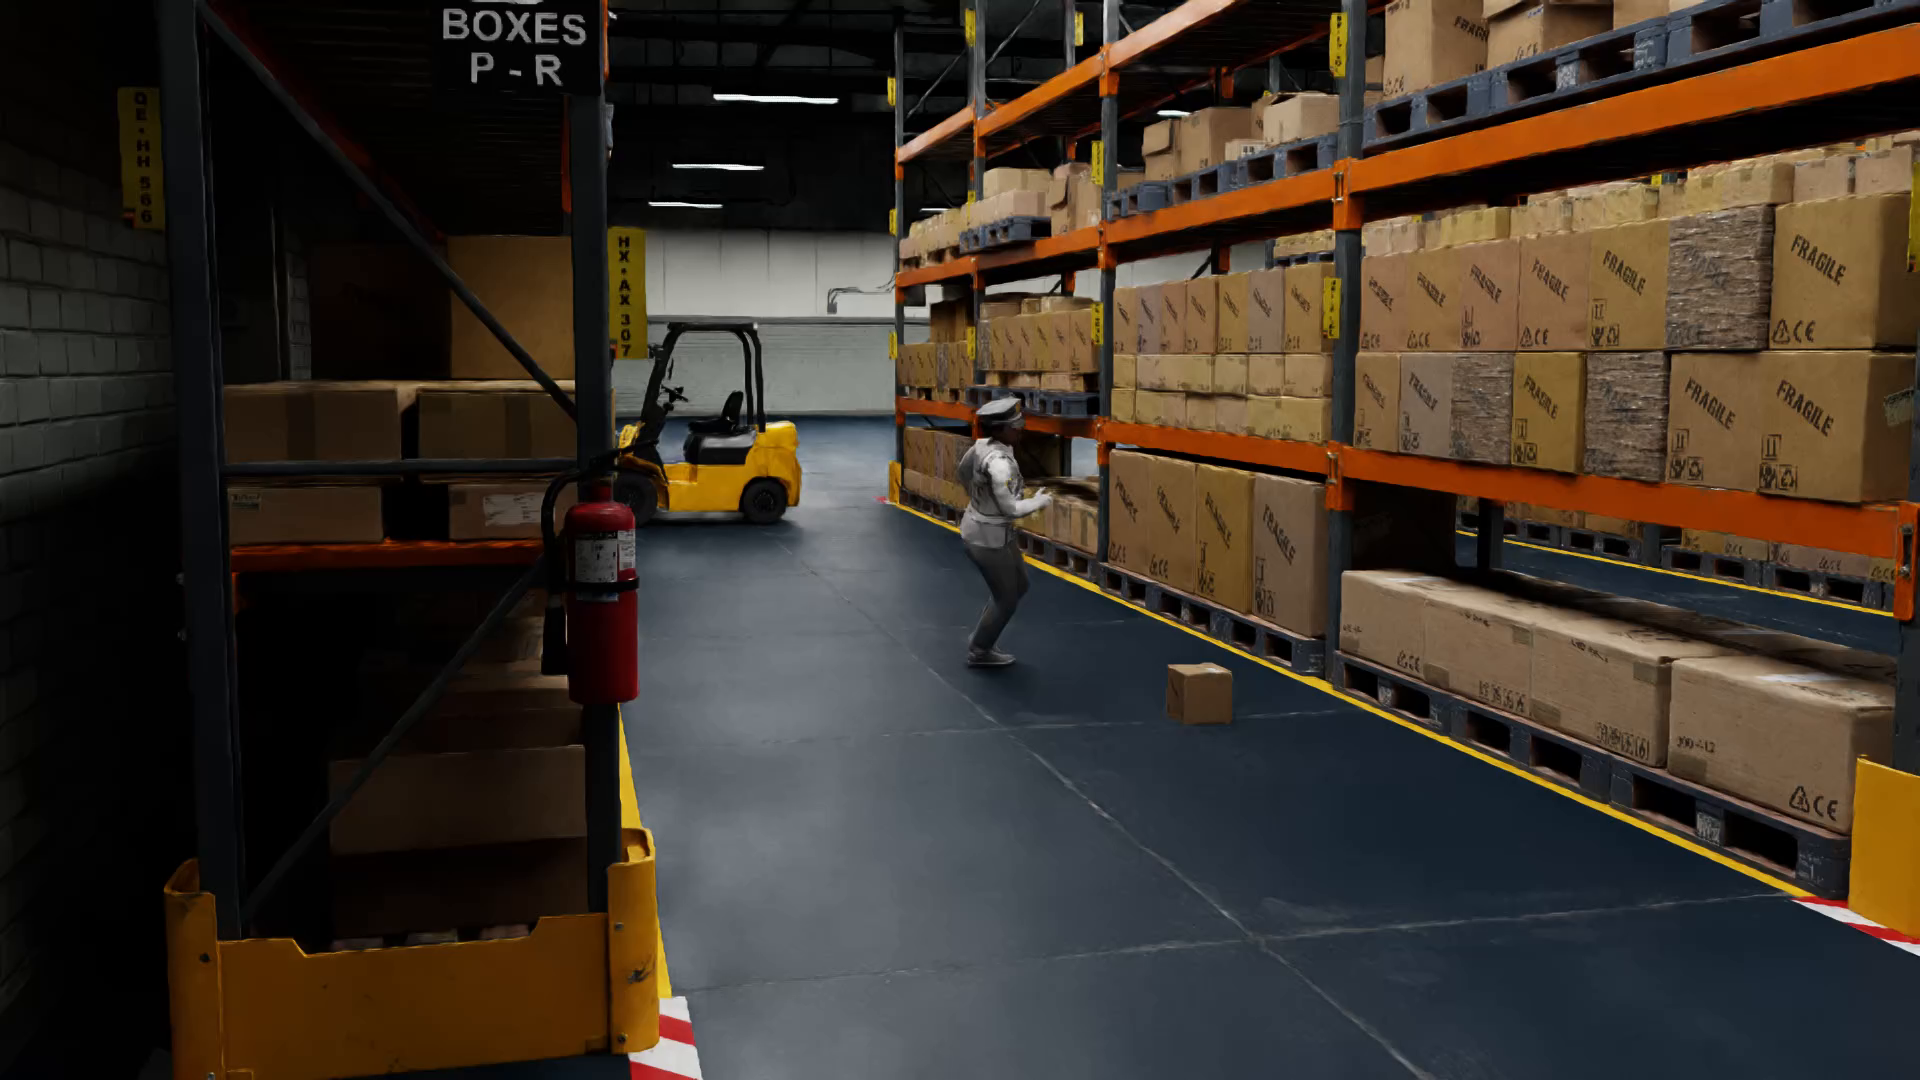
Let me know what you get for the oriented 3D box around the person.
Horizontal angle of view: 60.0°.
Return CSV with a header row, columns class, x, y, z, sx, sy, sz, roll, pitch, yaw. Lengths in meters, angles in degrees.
class,x,y,z,sx,sy,sz,roll,pitch,yaw
person,0.250,-0.030,9.390,0.523,1.557,0.859,-1,6,-8
